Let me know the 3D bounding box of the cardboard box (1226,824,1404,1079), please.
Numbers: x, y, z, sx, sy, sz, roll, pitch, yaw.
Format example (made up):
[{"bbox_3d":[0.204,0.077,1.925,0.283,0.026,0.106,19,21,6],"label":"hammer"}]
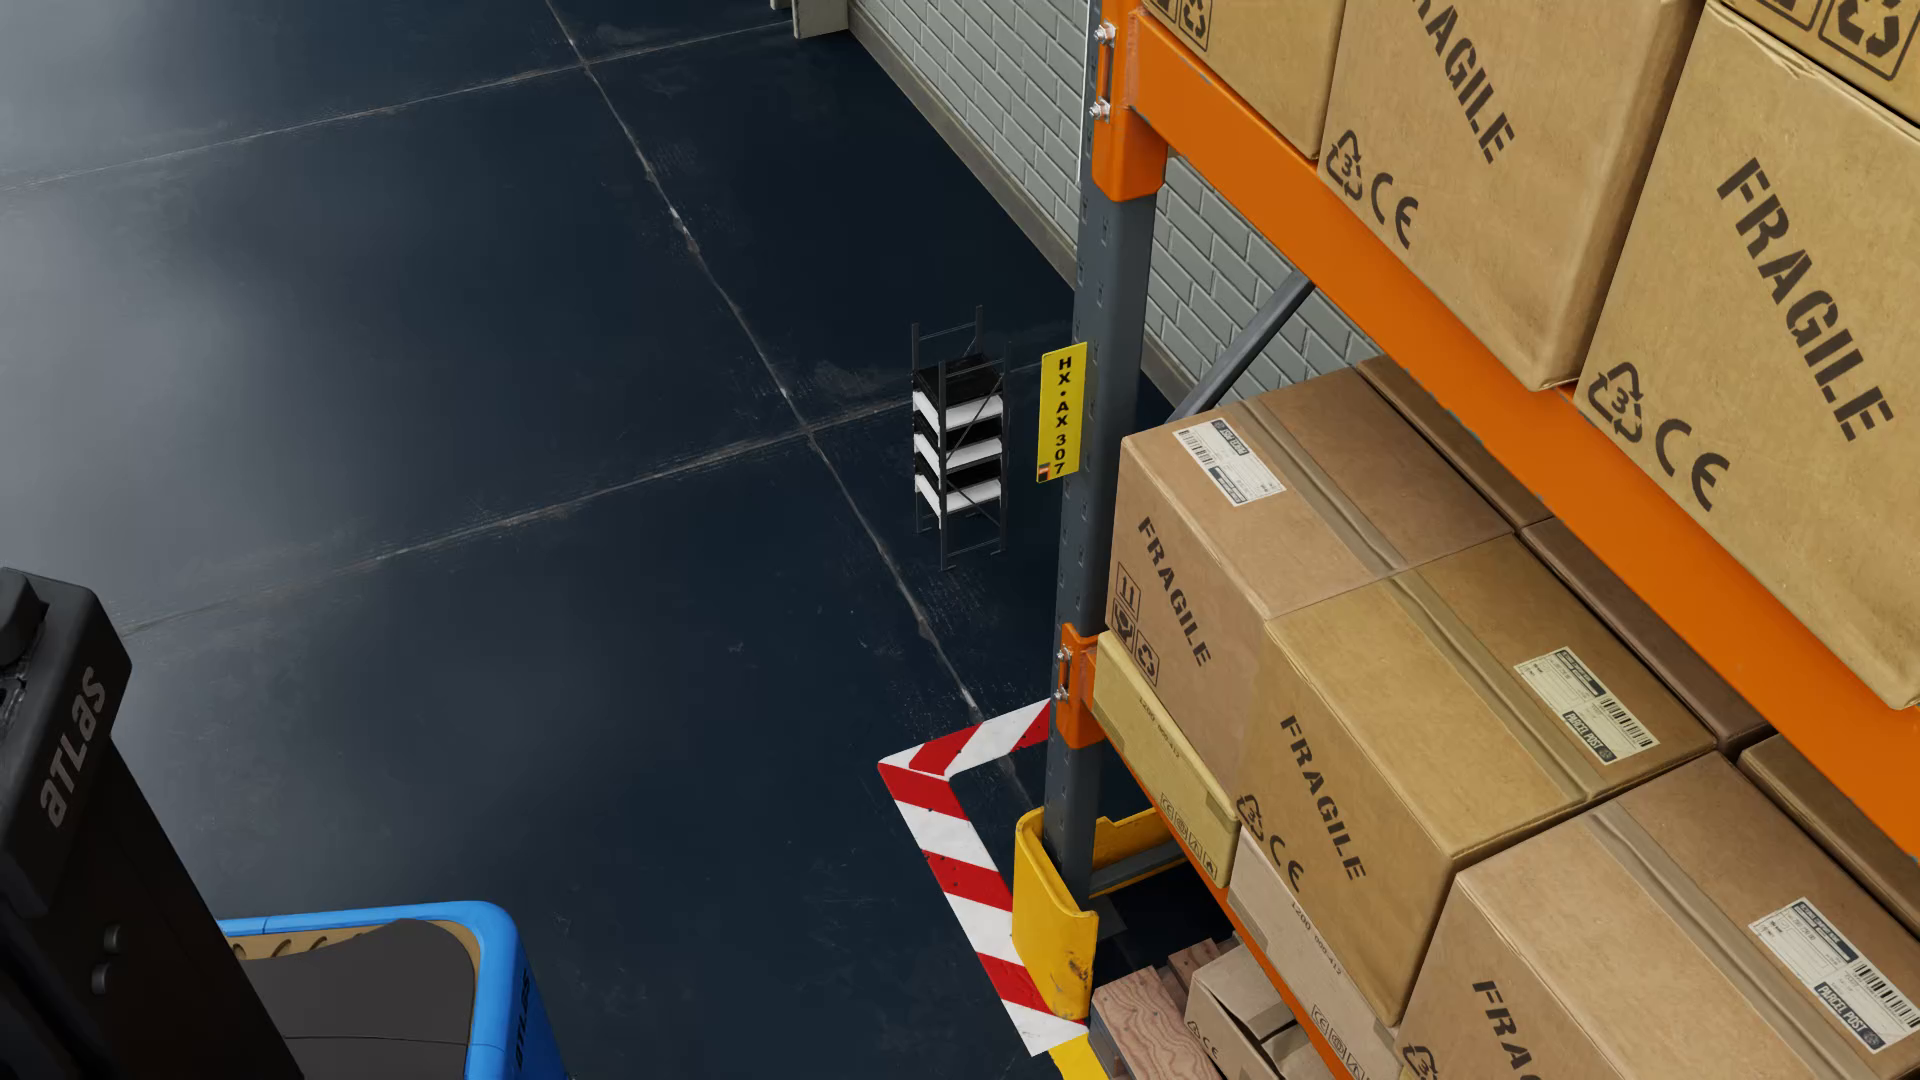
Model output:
[{"bbox_3d":[0.841,0.680,3.018,0.500,0.250,0.500,-19,48,-19],"label":"cardboard box"}]

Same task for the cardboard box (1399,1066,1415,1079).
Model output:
[{"bbox_3d":[1.050,1.006,2.687,0.500,0.250,0.500,-19,48,-18],"label":"cardboard box"}]

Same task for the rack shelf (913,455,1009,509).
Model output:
[{"bbox_3d":[0.003,-0.227,5.515,0.258,0.077,0.200,-18,47,-17],"label":"rack shelf"}]

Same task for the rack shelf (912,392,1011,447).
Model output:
[{"bbox_3d":[0.003,-0.420,5.326,0.258,0.077,0.200,-18,47,-17],"label":"rack shelf"}]

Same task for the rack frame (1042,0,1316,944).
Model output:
[{"bbox_3d":[0.693,-0.098,3.713,1.000,3.000,0.127,-18,47,-17],"label":"rack frame"}]

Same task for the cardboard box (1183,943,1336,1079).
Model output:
[{"bbox_3d":[0.902,1.170,4.029,0.500,0.311,0.500,-23,49,-22],"label":"cardboard box"}]

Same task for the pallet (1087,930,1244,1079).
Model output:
[{"bbox_3d":[1.034,1.472,4.108,1.003,0.211,1.213,-18,47,-17],"label":"pallet"}]

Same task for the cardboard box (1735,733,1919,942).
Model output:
[{"bbox_3d":[1.508,0.571,2.594,0.500,0.500,0.500,-19,48,-18],"label":"cardboard box"}]

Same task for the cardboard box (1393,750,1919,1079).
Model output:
[{"bbox_3d":[1.031,0.724,2.440,0.500,0.500,0.500,-20,48,-19],"label":"cardboard box"}]

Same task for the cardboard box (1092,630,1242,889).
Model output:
[{"bbox_3d":[0.610,0.353,3.349,0.500,0.250,0.500,-19,48,-19],"label":"cardboard box"}]

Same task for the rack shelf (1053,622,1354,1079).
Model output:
[{"bbox_3d":[1.534,1.433,2.674,1.077,0.370,4.000,-18,47,-17],"label":"rack shelf"}]

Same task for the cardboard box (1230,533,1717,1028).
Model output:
[{"bbox_3d":[0.820,0.393,2.775,0.500,0.500,0.500,-18,47,-17],"label":"cardboard box"}]

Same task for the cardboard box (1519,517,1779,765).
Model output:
[{"bbox_3d":[1.287,0.243,2.927,0.500,0.500,0.500,-17,47,-17],"label":"cardboard box"}]

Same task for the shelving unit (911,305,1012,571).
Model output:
[{"bbox_3d":[0.003,-0.315,5.429,0.258,0.900,0.210,-18,47,-17],"label":"shelving unit"}]

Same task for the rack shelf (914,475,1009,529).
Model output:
[{"bbox_3d":[0.003,-0.163,5.579,0.258,0.077,0.200,-18,47,-17],"label":"rack shelf"}]

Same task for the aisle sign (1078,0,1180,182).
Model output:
[{"bbox_3d":[0.390,-0.980,2.757,0.394,0.787,0.004,-18,47,-17],"label":"aisle sign"}]

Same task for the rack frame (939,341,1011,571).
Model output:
[{"bbox_3d":[0.046,-0.250,5.363,0.240,0.900,0.006,-18,47,-17],"label":"rack frame"}]

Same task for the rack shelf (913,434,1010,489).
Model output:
[{"bbox_3d":[0.003,-0.291,5.452,0.258,0.077,0.200,-18,47,-17],"label":"rack shelf"}]

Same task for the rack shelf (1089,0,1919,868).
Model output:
[{"bbox_3d":[1.534,0.365,1.621,1.077,0.370,4.000,-18,47,-17],"label":"rack shelf"}]

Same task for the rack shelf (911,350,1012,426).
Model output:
[{"bbox_3d":[0.003,-0.484,5.262,0.258,0.077,0.200,-18,47,-17],"label":"rack shelf"}]

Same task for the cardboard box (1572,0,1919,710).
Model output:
[{"bbox_3d":[1.022,-0.239,1.635,0.500,0.500,0.500,-16,47,-16],"label":"cardboard box"}]

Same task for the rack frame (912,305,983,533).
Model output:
[{"bbox_3d":[-0.039,-0.380,5.494,0.240,0.900,0.006,-18,47,-17],"label":"rack frame"}]

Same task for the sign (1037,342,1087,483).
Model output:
[{"bbox_3d":[0.201,-0.245,3.247,0.100,0.325,0.005,-18,47,-17],"label":"sign"}]

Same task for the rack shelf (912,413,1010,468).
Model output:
[{"bbox_3d":[0.003,-0.355,5.389,0.258,0.077,0.200,-18,47,-17],"label":"rack shelf"}]

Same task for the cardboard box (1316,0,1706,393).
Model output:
[{"bbox_3d":[0.800,-0.568,1.969,0.500,0.500,0.500,-15,47,-15],"label":"cardboard box"}]

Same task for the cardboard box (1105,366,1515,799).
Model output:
[{"bbox_3d":[0.621,0.075,3.097,0.500,0.500,0.500,-18,47,-17],"label":"cardboard box"}]

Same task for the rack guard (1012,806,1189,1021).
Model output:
[{"bbox_3d":[0.725,0.841,4.542,1.175,0.500,0.348,-18,47,-17],"label":"rack guard"}]

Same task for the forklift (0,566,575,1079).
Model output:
[{"bbox_3d":[-1.290,1.532,2.111,1.130,2.935,3.031,-4,45,-4],"label":"forklift"}]

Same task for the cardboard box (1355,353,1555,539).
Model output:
[{"bbox_3d":[1.084,-0.081,3.255,0.500,0.500,0.500,-19,48,-18],"label":"cardboard box"}]

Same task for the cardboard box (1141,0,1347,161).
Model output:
[{"bbox_3d":[0.607,-0.921,2.327,0.500,0.500,0.500,-17,47,-16],"label":"cardboard box"}]

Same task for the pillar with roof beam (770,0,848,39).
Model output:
[{"bbox_3d":[-4.657,-4.595,4.000,9.100,9.000,0.400,-18,47,-17],"label":"pillar with roof beam"}]
